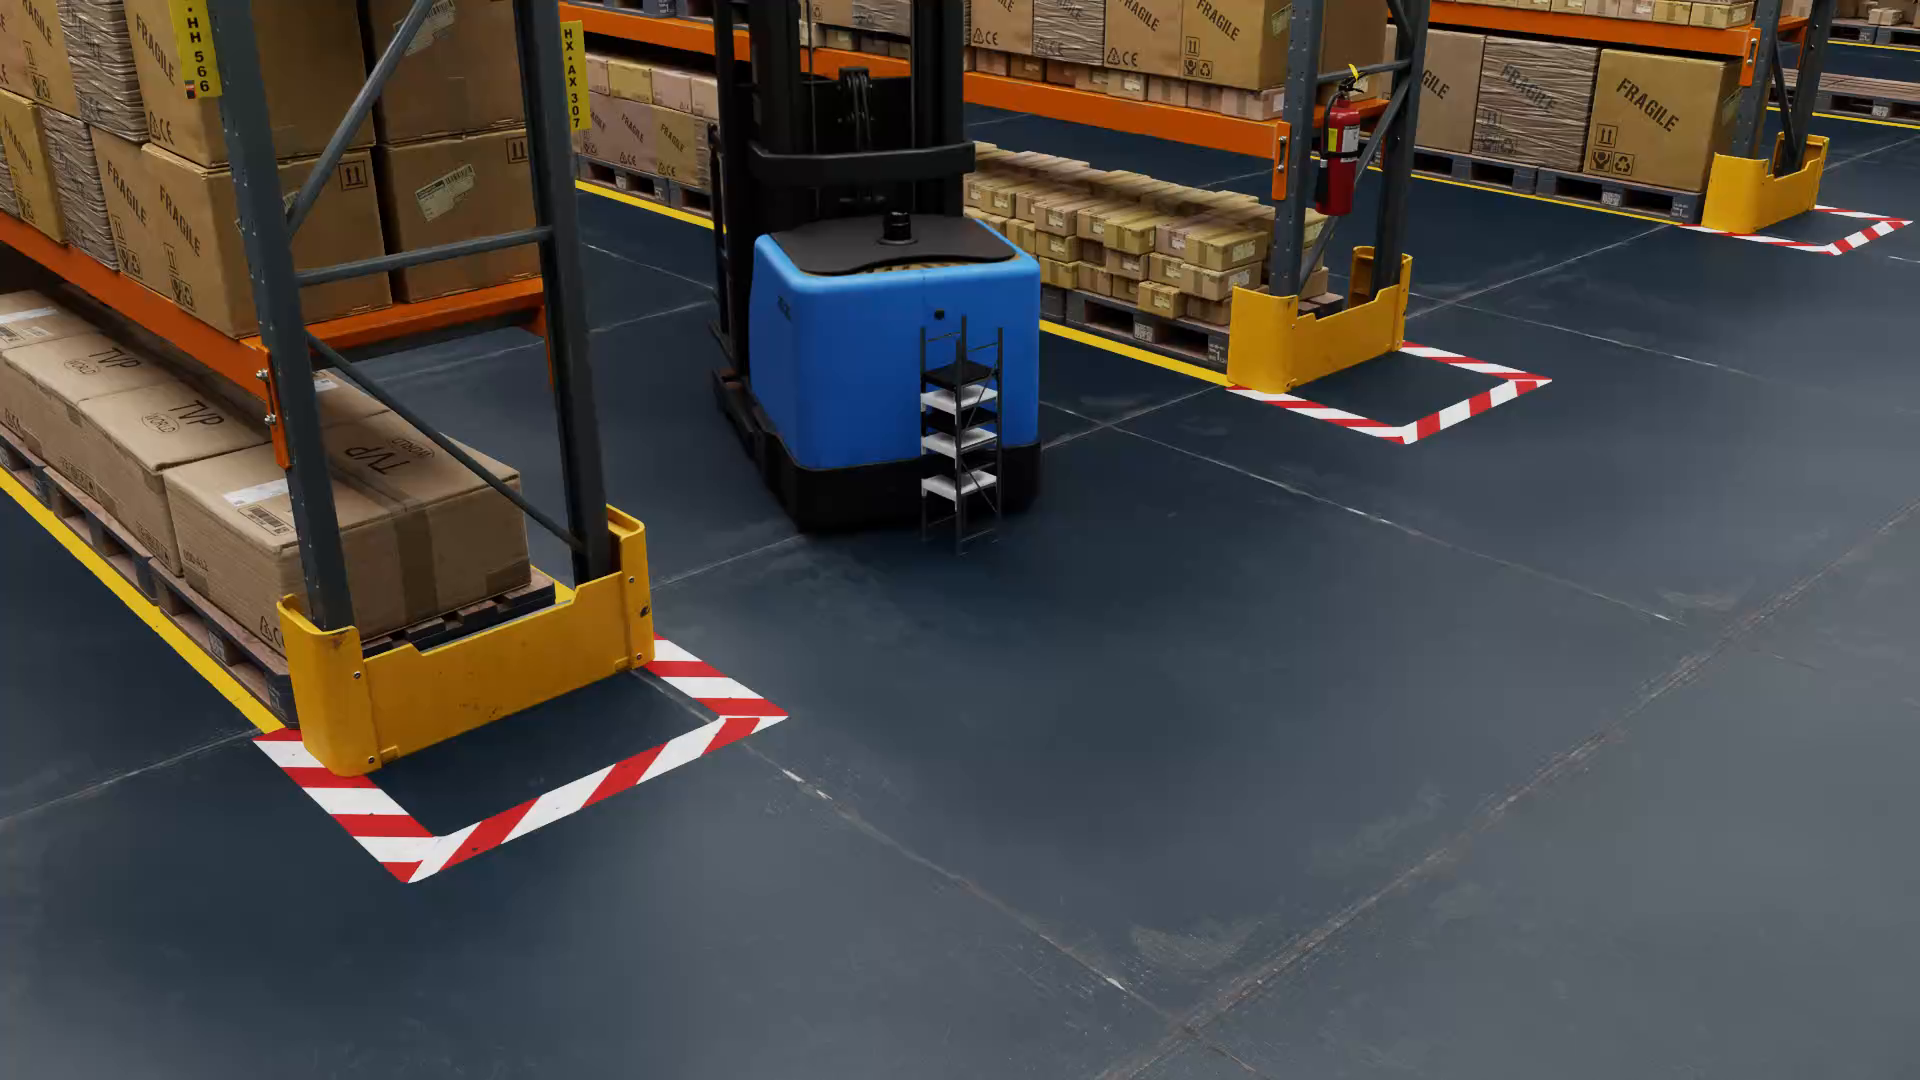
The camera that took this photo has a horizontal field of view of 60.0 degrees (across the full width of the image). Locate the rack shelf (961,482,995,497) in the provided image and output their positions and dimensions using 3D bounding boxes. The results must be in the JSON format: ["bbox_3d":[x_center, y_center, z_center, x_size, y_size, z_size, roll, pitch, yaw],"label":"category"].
[{"bbox_3d":[0.006,-0.226,6.640,0.199,0.015,0.184,-21,32,-38],"label":"rack shelf"}]

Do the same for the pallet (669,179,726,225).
[{"bbox_3d":[-1.327,-2.457,11.882,1.003,0.211,1.213,-21,32,-38],"label":"pallet"}]

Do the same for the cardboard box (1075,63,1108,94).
[{"bbox_3d":[0.836,-2.500,8.918,0.250,0.149,0.380,22,33,39],"label":"cardboard box"}]

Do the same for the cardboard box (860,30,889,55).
[{"bbox_3d":[-0.388,-3.075,10.178,0.250,0.149,0.380,22,33,39],"label":"cardboard box"}]

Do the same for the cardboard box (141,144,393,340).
[{"bbox_3d":[-2.127,-0.960,5.121,0.500,0.500,0.500,-21,32,-38],"label":"cardboard box"}]

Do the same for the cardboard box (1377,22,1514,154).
[{"bbox_3d":[3.903,-3.596,13.073,0.875,0.875,0.875,-21,32,-38],"label":"cardboard box"}]

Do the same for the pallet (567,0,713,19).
[{"bbox_3d":[-2.145,-4.027,12.195,1.003,0.211,1.213,-21,32,-38],"label":"pallet"}]

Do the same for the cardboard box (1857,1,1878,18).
[{"bbox_3d":[11.026,-6.391,20.049,0.380,0.149,0.250,-21,32,-38],"label":"cardboard box"}]

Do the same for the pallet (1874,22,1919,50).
[{"bbox_3d":[11.436,-5.829,19.274,1.003,0.211,1.213,-21,32,-38],"label":"pallet"}]

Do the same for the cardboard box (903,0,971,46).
[{"bbox_3d":[0.022,-3.139,9.538,0.500,0.500,0.500,-22,33,-39],"label":"cardboard box"}]

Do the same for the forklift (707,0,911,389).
[{"bbox_3d":[-3.636,-2.661,6.309,7.407,5.209,9.711,-8,26,-16],"label":"forklift"}]

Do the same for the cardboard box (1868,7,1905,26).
[{"bbox_3d":[10.857,-6.140,19.478,0.380,0.166,0.250,-21,32,-38],"label":"cardboard box"}]

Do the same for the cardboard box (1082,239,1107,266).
[{"bbox_3d":[0.906,-1.655,9.333,0.380,0.149,0.250,-22,32,-39],"label":"cardboard box"}]

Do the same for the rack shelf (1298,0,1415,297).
[{"bbox_3d":[1.942,-2.280,8.133,0.949,2.616,0.053,-21,32,-38],"label":"rack shelf"}]

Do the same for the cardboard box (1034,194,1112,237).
[{"bbox_3d":[0.638,-1.829,9.357,0.380,0.149,0.250,-20,31,-37],"label":"cardboard box"}]

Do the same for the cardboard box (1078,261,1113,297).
[{"bbox_3d":[0.882,-1.498,9.348,0.380,0.149,0.250,-21,32,-38],"label":"cardboard box"}]

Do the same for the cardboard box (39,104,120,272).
[{"bbox_3d":[-2.818,-1.270,5.799,0.500,0.500,0.500,-20,31,-37],"label":"cardboard box"}]

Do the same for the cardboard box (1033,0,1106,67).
[{"bbox_3d":[0.743,-2.831,8.863,0.500,0.500,0.500,-21,32,-38],"label":"cardboard box"}]

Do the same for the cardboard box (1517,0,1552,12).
[{"bbox_3d":[4.269,-3.943,12.081,0.380,0.149,0.250,-21,32,-38],"label":"cardboard box"}]

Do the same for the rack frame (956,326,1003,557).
[{"bbox_3d":[0.075,-0.376,6.490,0.240,0.900,0.006,-21,32,-38],"label":"rack frame"}]

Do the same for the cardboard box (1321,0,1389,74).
[{"bbox_3d":[1.835,-2.674,8.518,0.500,0.500,0.500,-19,31,-36],"label":"cardboard box"}]

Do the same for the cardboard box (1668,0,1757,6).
[{"bbox_3d":[5.104,-3.794,11.274,0.500,0.250,0.500,-22,32,-39],"label":"cardboard box"}]

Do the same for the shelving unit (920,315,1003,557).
[{"bbox_3d":[-1.090,-4.804,12.405,8.426,4.047,12.137,-21,32,-38],"label":"shelving unit"}]

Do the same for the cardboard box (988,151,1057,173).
[{"bbox_3d":[0.391,-2.325,10.445,0.250,0.149,0.380,22,32,39],"label":"cardboard box"}]

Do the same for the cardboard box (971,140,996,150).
[{"bbox_3d":[0.018,-2.482,10.788,0.380,0.149,0.250,-22,32,-39],"label":"cardboard box"}]

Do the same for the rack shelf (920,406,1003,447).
[{"bbox_3d":[0.006,-0.459,6.534,0.258,0.077,0.200,-21,32,-38],"label":"rack shelf"}]

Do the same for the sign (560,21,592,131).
[{"bbox_3d":[-1.195,-1.429,5.131,0.100,0.325,0.005,-21,32,-38],"label":"sign"}]

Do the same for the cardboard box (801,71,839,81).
[{"bbox_3d":[-1.106,-3.184,11.719,0.500,0.250,0.500,22,33,39],"label":"cardboard box"}]

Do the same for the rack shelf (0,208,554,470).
[{"bbox_3d":[-2.972,-1.123,6.463,1.077,0.370,4.000,-21,32,-38],"label":"rack shelf"}]

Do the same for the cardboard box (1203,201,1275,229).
[{"bbox_3d":[1.553,-1.748,9.180,0.380,0.149,0.250,-21,32,-38],"label":"cardboard box"}]

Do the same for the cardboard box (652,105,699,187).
[{"bbox_3d":[-1.834,-2.853,11.895,0.500,0.500,0.500,-22,33,-40],"label":"cardboard box"}]

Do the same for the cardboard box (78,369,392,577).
[{"bbox_3d":[-2.760,-0.316,6.409,0.875,0.438,0.875,-20,31,-37],"label":"cardboard box"}]

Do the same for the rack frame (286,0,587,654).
[{"bbox_3d":[-1.607,-0.843,4.984,0.949,2.616,0.053,-21,32,-38],"label":"rack frame"}]

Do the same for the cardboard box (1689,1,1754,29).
[{"bbox_3d":[5.146,-3.555,11.232,0.274,0.149,0.395,22,32,39],"label":"cardboard box"}]

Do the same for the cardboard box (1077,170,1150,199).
[{"bbox_3d":[0.916,-2.092,9.933,0.380,0.149,0.250,-21,32,-38],"label":"cardboard box"}]

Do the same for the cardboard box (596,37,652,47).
[{"bbox_3d":[-2.516,-3.815,13.100,0.500,0.250,0.500,-21,32,-38],"label":"cardboard box"}]

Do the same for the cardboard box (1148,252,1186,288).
[{"bbox_3d":[1.231,-1.482,8.954,0.380,0.149,0.250,-22,33,-40],"label":"cardboard box"}]

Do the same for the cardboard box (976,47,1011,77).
[{"bbox_3d":[0.313,-2.744,9.454,0.380,0.149,0.250,-20,31,-37],"label":"cardboard box"}]

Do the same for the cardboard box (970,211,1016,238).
[{"bbox_3d":[0.281,-1.856,9.774,0.380,0.149,0.250,-21,32,-38],"label":"cardboard box"}]

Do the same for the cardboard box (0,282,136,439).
[{"bbox_3d":[-3.988,-0.860,7.603,0.875,0.438,0.875,-22,32,-39],"label":"cardboard box"}]

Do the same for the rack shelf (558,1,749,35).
[{"bbox_3d":[-2.161,-3.858,12.224,0.919,0.124,3.809,-21,32,-38],"label":"rack shelf"}]

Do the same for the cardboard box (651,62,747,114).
[{"bbox_3d":[-1.829,-3.199,11.751,0.500,0.250,0.500,-19,31,-36],"label":"cardboard box"}]

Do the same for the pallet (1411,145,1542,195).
[{"bbox_3d":[4.196,-2.976,13.019,1.003,0.211,1.213,-21,32,-38],"label":"pallet"}]

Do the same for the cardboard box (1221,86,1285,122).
[{"bbox_3d":[1.511,-2.183,8.224,0.380,0.149,0.250,-21,32,-38],"label":"cardboard box"}]

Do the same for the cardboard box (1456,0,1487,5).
[{"bbox_3d":[3.921,-4.097,12.419,0.380,0.149,0.250,-22,33,-40],"label":"cardboard box"}]

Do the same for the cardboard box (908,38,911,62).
[{"bbox_3d":[-0.082,-2.896,9.786,0.380,0.149,0.250,-21,32,-38],"label":"cardboard box"}]
